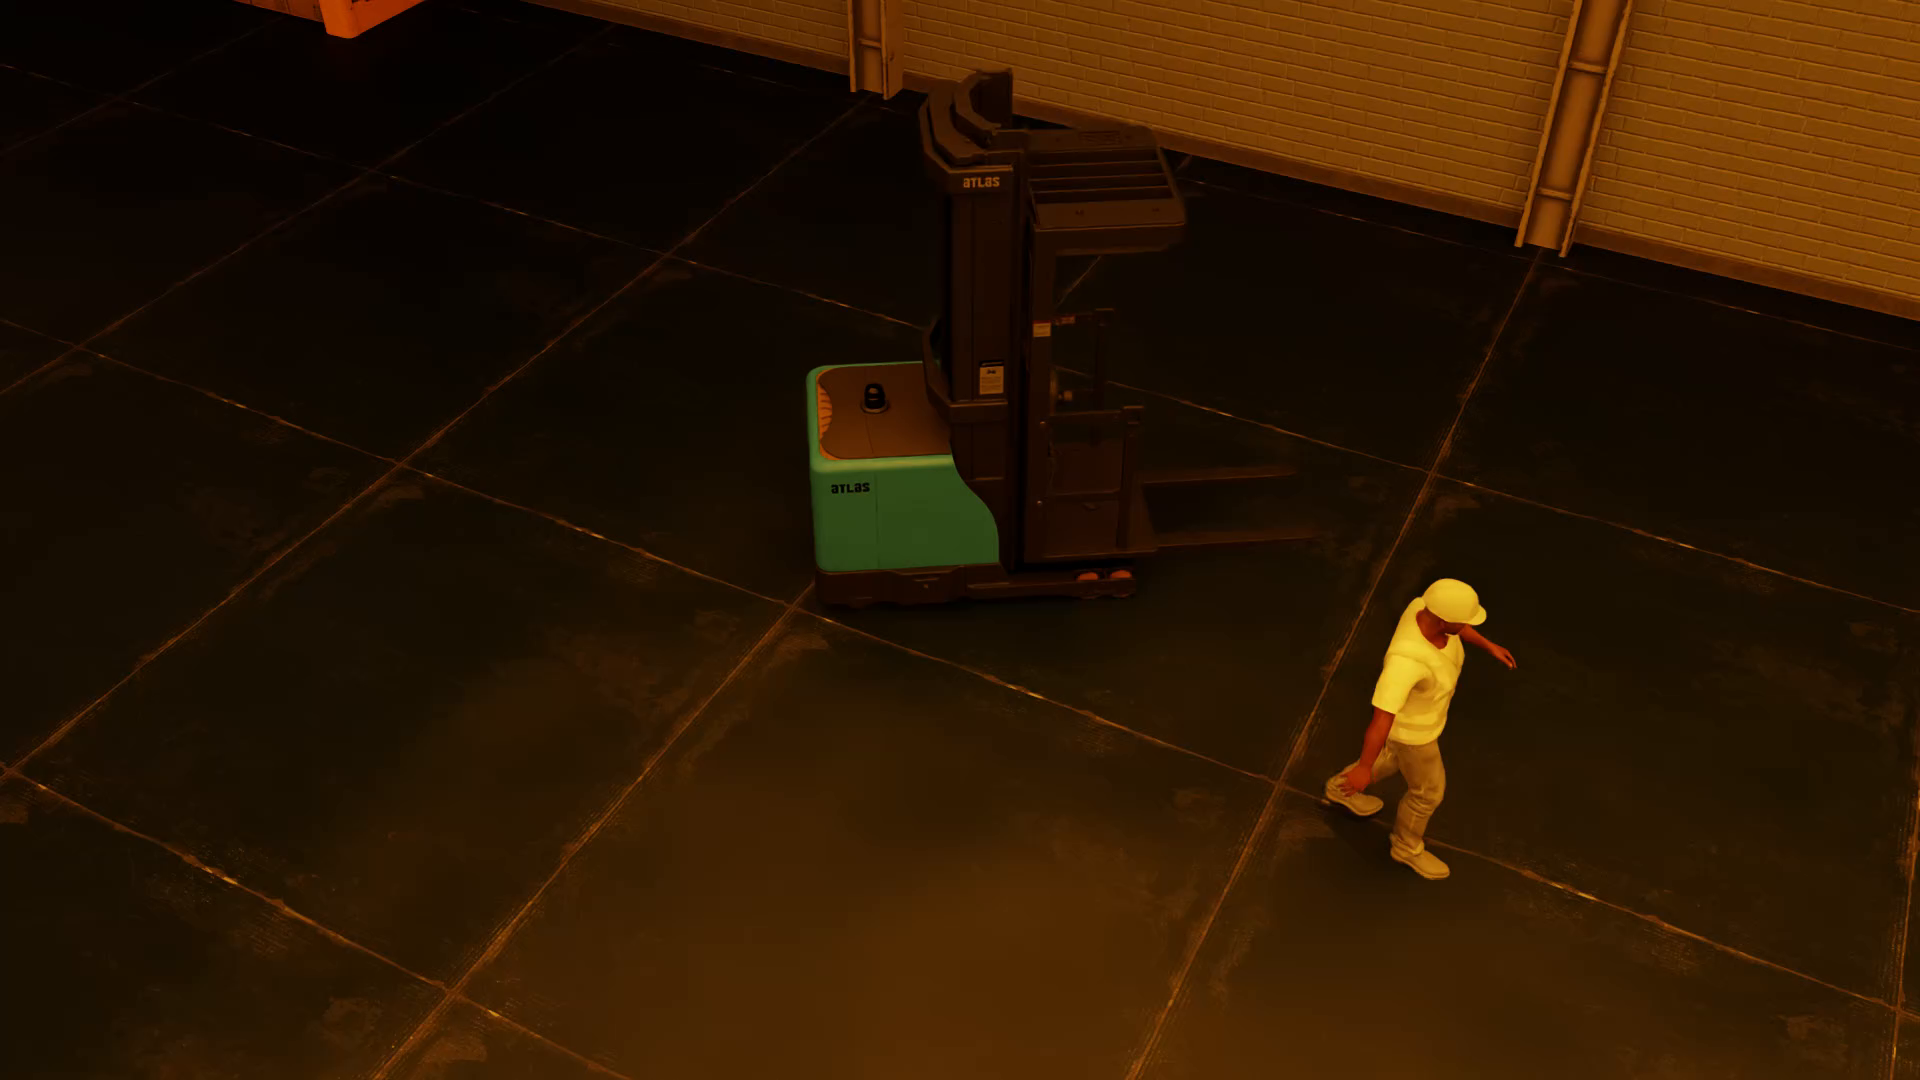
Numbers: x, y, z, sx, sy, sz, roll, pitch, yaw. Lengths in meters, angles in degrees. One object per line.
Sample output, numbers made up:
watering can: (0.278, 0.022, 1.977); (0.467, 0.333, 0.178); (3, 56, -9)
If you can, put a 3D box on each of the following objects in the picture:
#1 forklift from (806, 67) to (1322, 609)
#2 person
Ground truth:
forklift: (0.629, -1.106, 9.300); (3.031, 2.935, 1.130); (-3, 40, -4)
person: (2.176, 0.861, 7.890); (0.740, 1.745, 0.982); (15, 42, 17)
